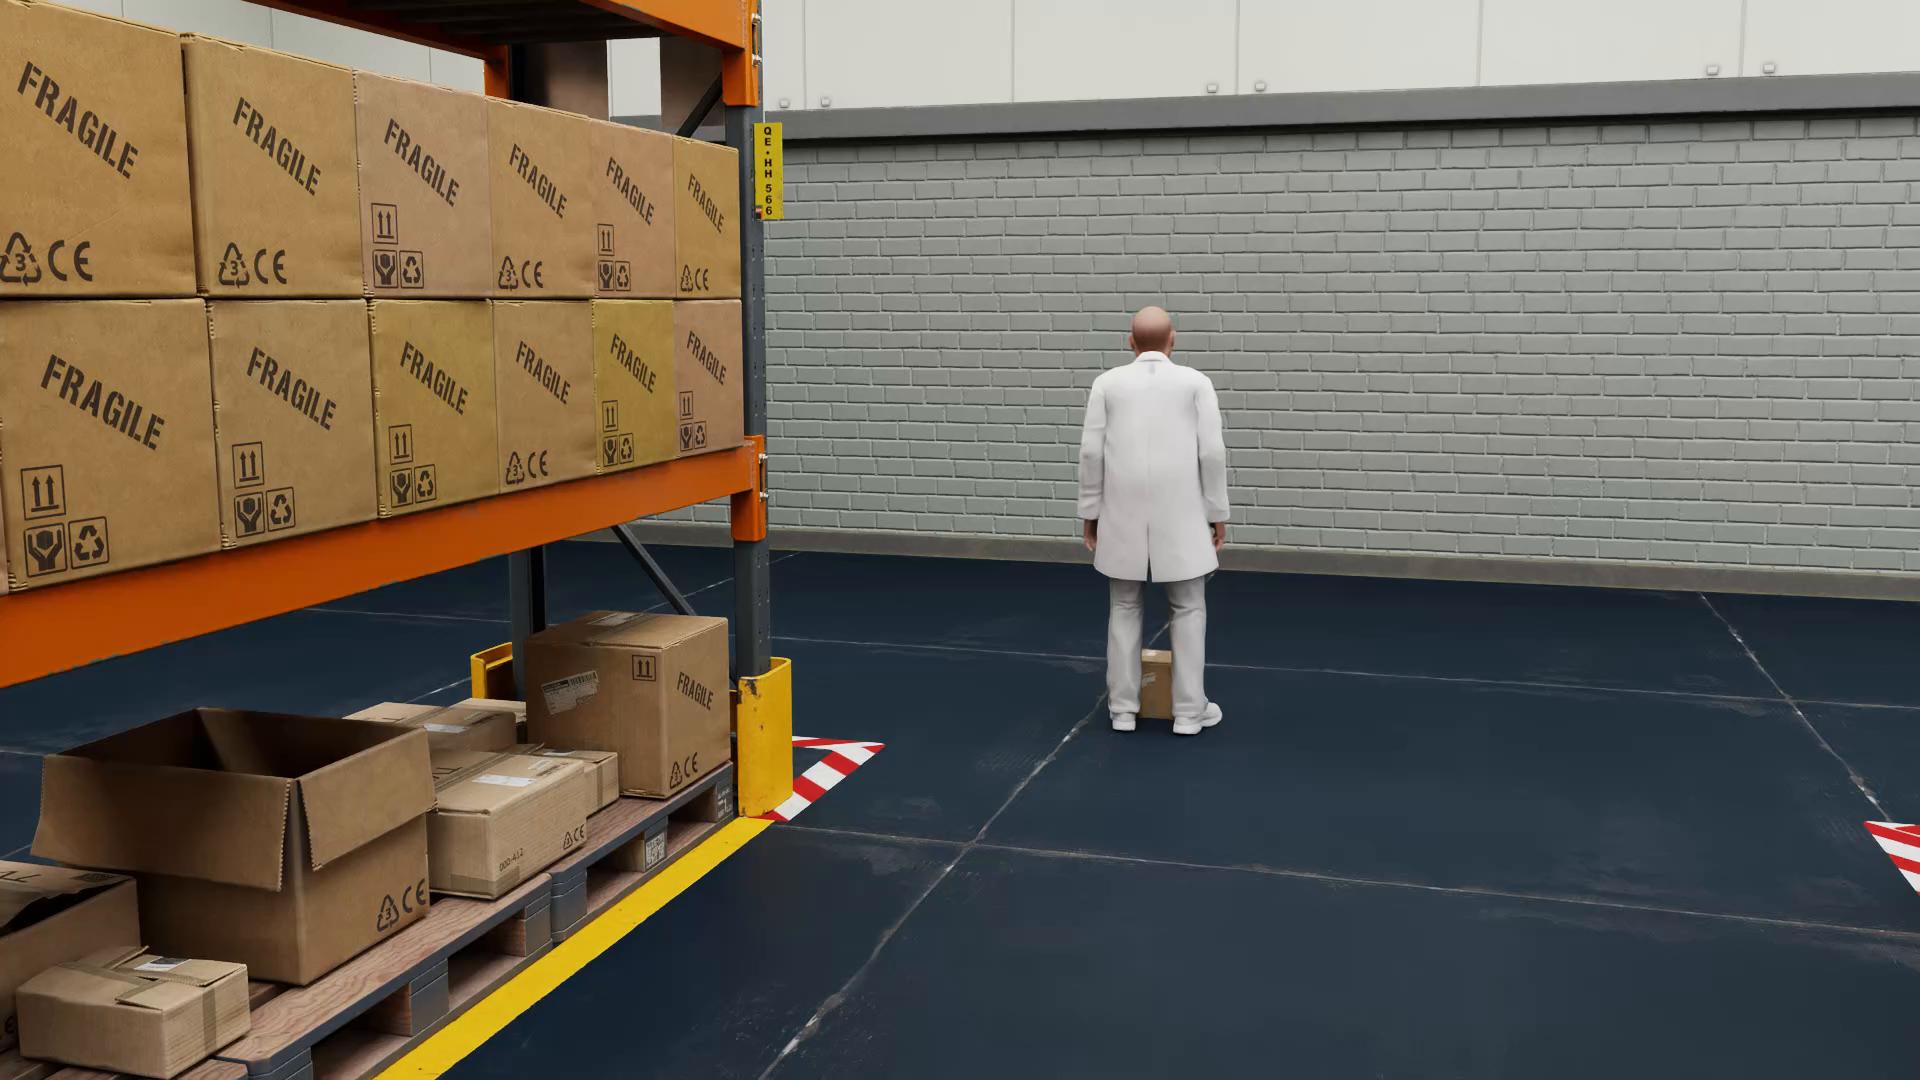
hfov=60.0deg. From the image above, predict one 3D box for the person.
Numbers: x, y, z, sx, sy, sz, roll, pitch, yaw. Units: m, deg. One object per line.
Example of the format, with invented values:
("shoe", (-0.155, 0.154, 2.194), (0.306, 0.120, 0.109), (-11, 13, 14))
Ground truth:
("person", (0.810, -0.085, 6.978), (0.641, 1.772, 0.428), (2, 8, 14))
